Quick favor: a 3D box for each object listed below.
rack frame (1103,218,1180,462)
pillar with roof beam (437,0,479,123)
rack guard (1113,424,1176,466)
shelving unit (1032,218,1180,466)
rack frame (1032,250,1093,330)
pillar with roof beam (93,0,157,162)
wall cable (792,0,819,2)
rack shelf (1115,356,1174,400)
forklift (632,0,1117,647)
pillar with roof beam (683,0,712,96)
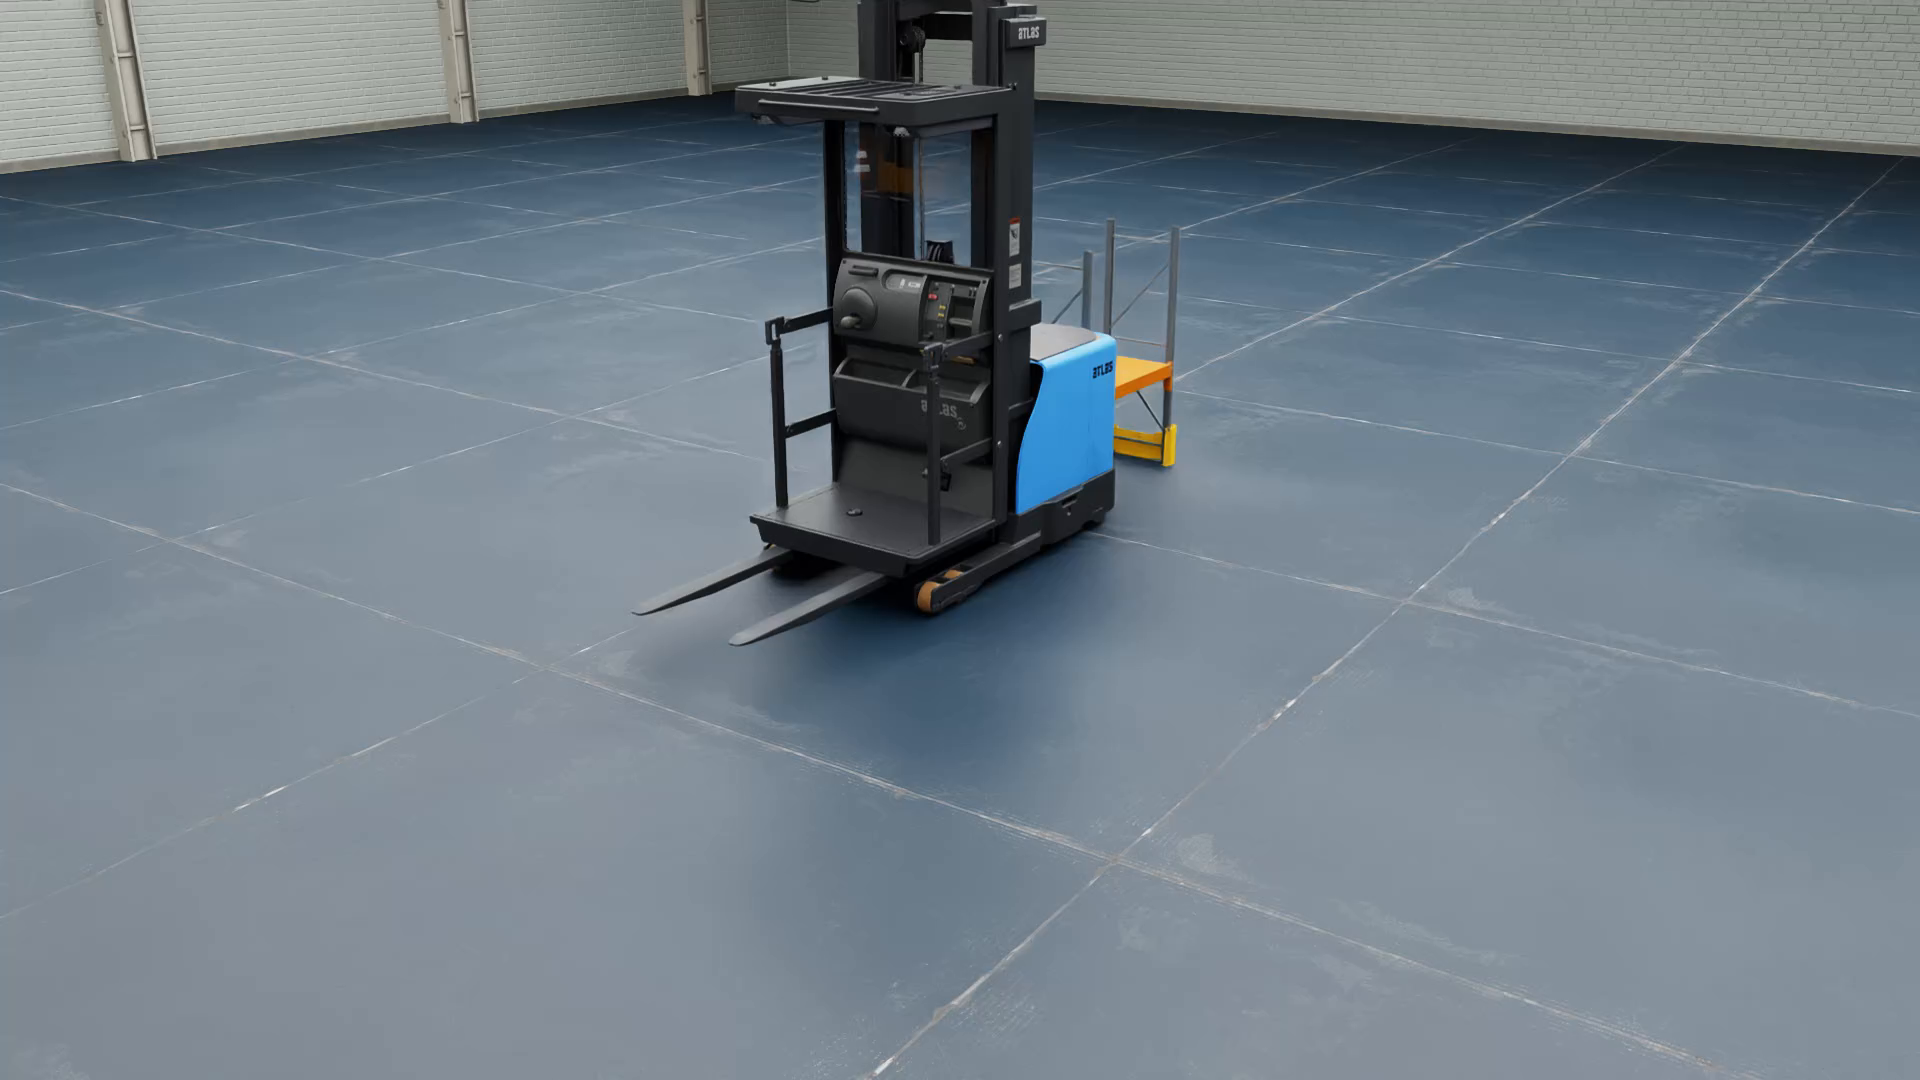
[{"bbox_3d":[1.122,-1.247,10.474,0.500,1.500,0.032,14,24,33],"label":"rack frame"},{"bbox_3d":[-5.070,-10.666,25.130,9.100,9.000,0.400,13,24,32],"label":"pillar with roof beam"},{"bbox_3d":[1.111,-0.655,10.676,0.587,0.250,0.087,14,24,33],"label":"rack guard"},{"bbox_3d":[0.822,-1.101,10.079,0.587,1.500,1.083,14,24,33],"label":"shelving unit"},{"bbox_3d":[0.532,-0.960,9.698,0.500,1.500,0.032,14,24,33],"label":"rack frame"},{"bbox_3d":[-8.442,-8.945,20.476,9.100,9.000,0.400,13,24,32],"label":"pillar with roof beam"},{"bbox_3d":[-2.507,-12.358,34.180,3.097,2.526,0.112,13,24,32],"label":"wall cable"},{"bbox_3d":[0.827,-0.935,10.149,0.538,0.185,1.000,14,24,33],"label":"rack shelf"},{"bbox_3d":[-0.376,-1.192,8.263,1.130,2.935,3.031,14,24,33],"label":"forklift"},{"bbox_3d":[-1.697,-12.388,29.784,9.100,9.000,0.400,13,24,32],"label":"pillar with roof beam"}]
